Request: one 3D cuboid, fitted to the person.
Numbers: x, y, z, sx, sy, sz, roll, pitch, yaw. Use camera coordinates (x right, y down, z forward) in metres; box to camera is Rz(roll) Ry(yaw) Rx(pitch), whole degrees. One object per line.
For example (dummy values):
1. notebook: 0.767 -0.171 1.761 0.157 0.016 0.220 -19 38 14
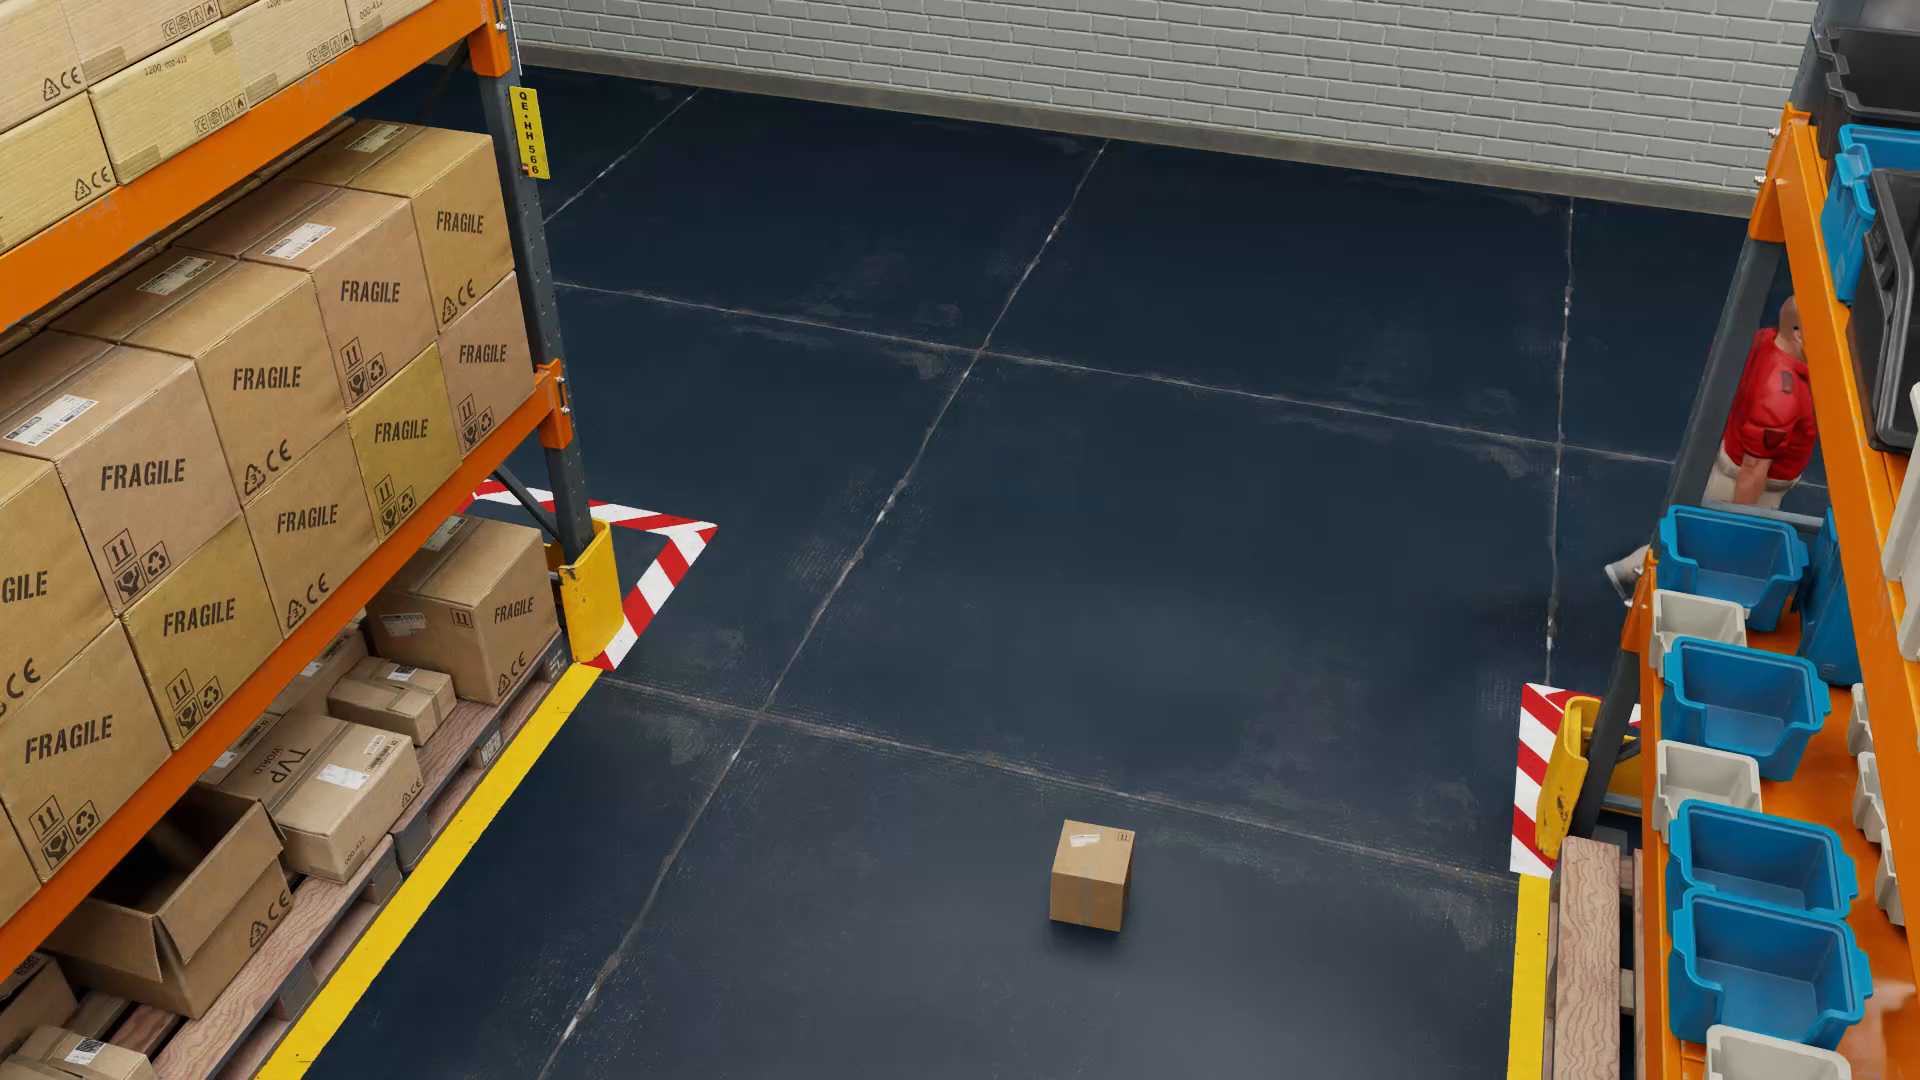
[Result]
1. person: 2.948 -0.213 6.404 0.595 1.720 0.586 9 38 12
